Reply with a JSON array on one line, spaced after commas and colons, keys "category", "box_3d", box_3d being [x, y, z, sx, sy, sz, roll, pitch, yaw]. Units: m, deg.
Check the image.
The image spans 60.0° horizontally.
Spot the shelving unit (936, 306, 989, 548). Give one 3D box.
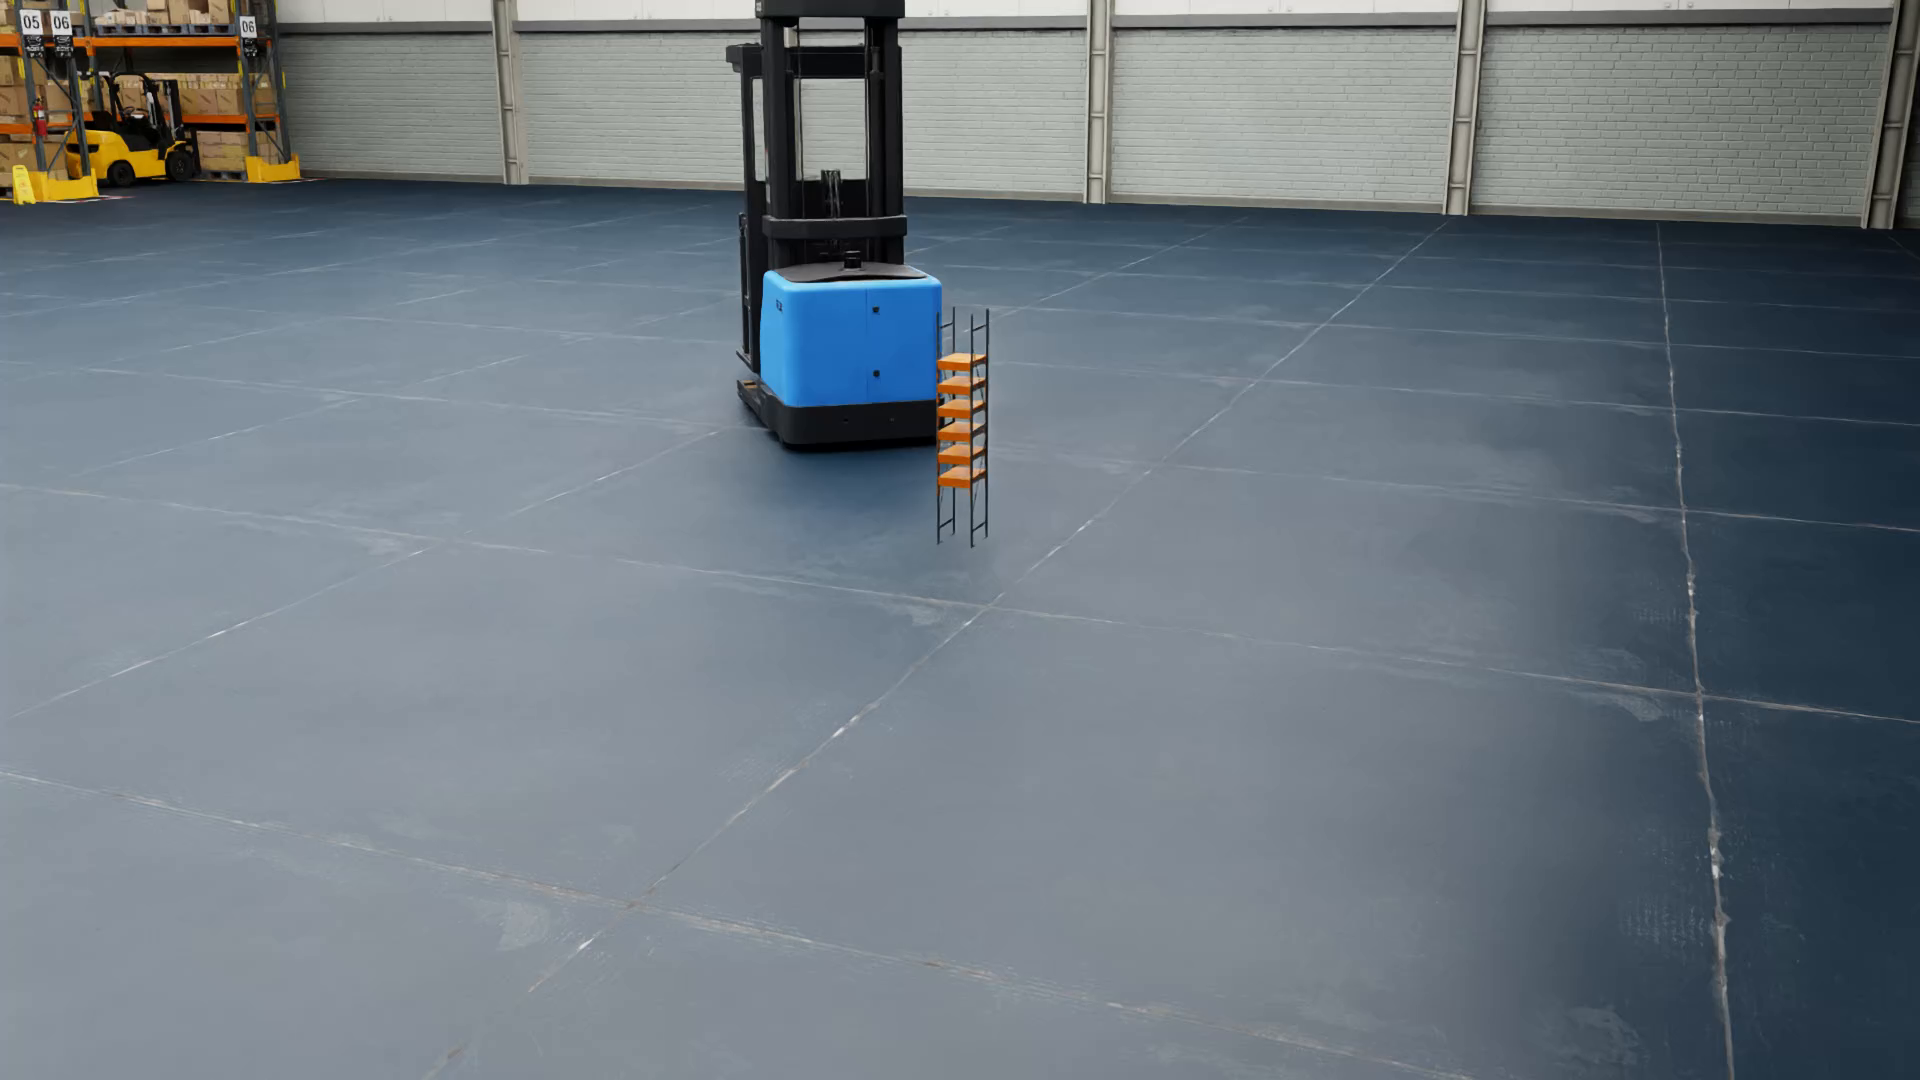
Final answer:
[{"category": "shelving unit", "box_3d": [0.013, -0.575, 8.501, 0.189, 1.200, 0.258, 6, 17, 21]}]

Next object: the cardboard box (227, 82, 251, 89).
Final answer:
[{"category": "cardboard box", "box_3d": [-14.485, -9.137, 33.422, 0.250, 0.149, 0.380, 7, 17, 21]}]

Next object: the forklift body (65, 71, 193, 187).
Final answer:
[{"category": "forklift body", "box_3d": [-16.493, -8.127, 32.811, 1.214, 2.155, 2.313, 6, 17, 21]}]

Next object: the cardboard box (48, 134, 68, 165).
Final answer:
[{"category": "cardboard box", "box_3d": [-18.990, -8.416, 35.791, 0.625, 0.625, 0.875, 6, 17, 20]}]

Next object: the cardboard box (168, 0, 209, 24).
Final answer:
[{"category": "cardboard box", "box_3d": [-15.477, -10.665, 33.539, 0.500, 0.500, 0.700, 6, 17, 21]}]

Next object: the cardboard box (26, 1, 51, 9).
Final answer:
[{"category": "cardboard box", "box_3d": [-16.134, -9.319, 29.032, 0.250, 0.149, 0.380, 6, 17, 20]}]

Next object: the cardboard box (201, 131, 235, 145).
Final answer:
[{"category": "cardboard box", "box_3d": [-15.080, -8.192, 33.898, 0.500, 0.250, 0.500, 7, 17, 22]}]

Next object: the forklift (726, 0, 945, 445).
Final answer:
[{"category": "forklift", "box_3d": [-0.996, -2.381, 11.618, 1.130, 2.935, 3.031, -5, 17, -15]}]

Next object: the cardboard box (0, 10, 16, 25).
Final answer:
[{"category": "cardboard box", "box_3d": [-16.453, -9.020, 28.720, 0.500, 0.250, 0.500, 6, 17, 20]}]

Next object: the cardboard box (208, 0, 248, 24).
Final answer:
[{"category": "cardboard box", "box_3d": [-14.561, -10.534, 33.088, 0.500, 0.500, 0.500, 7, 18, 22]}]

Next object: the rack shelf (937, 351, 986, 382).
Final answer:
[{"category": "rack shelf", "box_3d": [0.013, -0.878, 8.413, 0.180, 0.103, 0.258, 6, 17, 21]}]

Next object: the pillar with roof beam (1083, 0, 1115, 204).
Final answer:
[{"category": "pillar with roof beam", "box_3d": [0.788, -9.042, 23.680, 0.400, 9.000, 9.100, 6, 17, 21]}]

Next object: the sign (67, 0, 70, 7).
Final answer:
[{"category": "sign", "box_3d": [-15.679, -9.527, 29.164, 0.005, 0.325, 0.100, 6, 17, 21]}]

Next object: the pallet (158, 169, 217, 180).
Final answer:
[{"category": "pallet", "box_3d": [-15.918, -7.668, 34.707, 1.213, 0.211, 1.003, 6, 17, 21]}]

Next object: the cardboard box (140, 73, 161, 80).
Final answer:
[{"category": "cardboard box", "box_3d": [-16.623, -9.517, 34.198, 0.250, 0.149, 0.380, 6, 17, 20]}]

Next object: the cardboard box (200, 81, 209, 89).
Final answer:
[{"category": "cardboard box", "box_3d": [-15.179, -9.226, 33.729, 0.250, 0.149, 0.380, 6, 17, 20]}]

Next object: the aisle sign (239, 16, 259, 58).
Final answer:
[{"category": "aisle sign", "box_3d": [-14.107, -9.980, 33.007, 0.004, 0.787, 0.394, 6, 17, 21]}]

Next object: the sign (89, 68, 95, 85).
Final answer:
[{"category": "sign", "box_3d": [-17.971, -9.600, 34.426, 0.005, 0.325, 0.100, 6, 17, 21]}]

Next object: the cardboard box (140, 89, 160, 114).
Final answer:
[{"category": "cardboard box", "box_3d": [-16.502, -9.058, 34.315, 0.500, 0.500, 0.500, 6, 17, 20]}]

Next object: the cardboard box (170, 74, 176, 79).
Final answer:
[{"category": "cardboard box", "box_3d": [-15.900, -9.454, 33.982, 0.250, 0.149, 0.380, 7, 17, 21]}]

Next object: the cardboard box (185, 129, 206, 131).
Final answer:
[{"category": "cardboard box", "box_3d": [-15.839, -8.432, 34.724, 0.500, 0.250, 0.500, 6, 17, 20]}]

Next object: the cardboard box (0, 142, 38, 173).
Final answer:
[{"category": "cardboard box", "box_3d": [-16.719, -6.782, 29.489, 0.500, 0.500, 0.500, 6, 17, 21]}]

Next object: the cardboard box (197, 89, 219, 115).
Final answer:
[{"category": "cardboard box", "box_3d": [-15.093, -8.900, 33.771, 0.500, 0.500, 0.500, 7, 18, 22]}]

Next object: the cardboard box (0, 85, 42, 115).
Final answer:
[{"category": "cardboard box", "box_3d": [-16.484, -7.701, 29.109, 0.500, 0.500, 0.500, 6, 17, 20]}]

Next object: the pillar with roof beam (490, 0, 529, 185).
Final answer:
[{"category": "pillar with roof beam", "box_3d": [-10.375, -10.270, 27.909, 0.400, 9.000, 9.100, 6, 17, 21]}]

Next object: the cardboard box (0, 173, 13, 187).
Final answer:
[{"category": "cardboard box", "box_3d": [-16.751, -6.423, 29.597, 0.500, 0.250, 0.500, 6, 17, 20]}]

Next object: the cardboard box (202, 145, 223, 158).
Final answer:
[{"category": "cardboard box", "box_3d": [-15.090, -7.958, 33.988, 0.500, 0.250, 0.500, 6, 17, 20]}]

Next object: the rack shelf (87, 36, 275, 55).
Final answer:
[{"category": "rack shelf", "box_3d": [-15.921, -10.114, 34.042, 4.000, 0.370, 1.077, 6, 17, 21]}]

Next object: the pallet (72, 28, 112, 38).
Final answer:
[{"category": "pallet", "box_3d": [-18.606, -10.659, 34.972, 1.217, 0.209, 0.805, 6, 17, 18]}]

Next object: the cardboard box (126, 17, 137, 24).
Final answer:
[{"category": "cardboard box", "box_3d": [-16.760, -10.590, 33.908, 0.250, 0.149, 0.380, 7, 18, 22]}]

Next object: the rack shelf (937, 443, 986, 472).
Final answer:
[{"category": "rack shelf", "box_3d": [0.013, -0.417, 8.547, 0.180, 0.103, 0.258, 6, 17, 21]}]

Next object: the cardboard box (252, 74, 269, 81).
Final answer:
[{"category": "cardboard box", "box_3d": [-14.294, -9.406, 33.818, 0.250, 0.149, 0.380, 6, 17, 20]}]

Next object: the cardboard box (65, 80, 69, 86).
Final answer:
[{"category": "cardboard box", "box_3d": [-18.635, -9.621, 35.090, 0.250, 0.149, 0.380, 6, 17, 21]}]

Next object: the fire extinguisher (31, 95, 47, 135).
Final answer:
[{"category": "fire extinguisher", "box_3d": [-15.940, -7.358, 28.778, 0.183, 0.674, 0.296, 6, 17, 21]}]

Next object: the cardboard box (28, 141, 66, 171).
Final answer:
[{"category": "cardboard box", "box_3d": [-16.549, -6.924, 29.978, 0.500, 0.500, 0.500, 6, 17, 19]}]

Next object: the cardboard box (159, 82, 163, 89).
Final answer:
[{"category": "cardboard box", "box_3d": [-16.150, -9.319, 34.050, 0.250, 0.149, 0.380, 6, 17, 19]}]

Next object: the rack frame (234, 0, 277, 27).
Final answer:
[{"category": "rack frame", "box_3d": [-14.060, -11.695, 32.818, 0.127, 3.000, 1.000, 6, 17, 21]}]

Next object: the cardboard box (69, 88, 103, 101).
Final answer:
[{"category": "cardboard box", "box_3d": [-18.332, -9.375, 34.960, 0.500, 0.250, 0.500, 6, 17, 19]}]

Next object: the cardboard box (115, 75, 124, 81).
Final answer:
[{"category": "cardboard box", "box_3d": [-17.310, -9.617, 34.545, 0.250, 0.149, 0.380, 7, 17, 21]}]

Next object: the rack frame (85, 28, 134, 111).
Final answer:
[{"category": "rack frame", "box_3d": [-17.781, -9.223, 35.064, 0.127, 3.000, 1.000, 6, 17, 21]}]

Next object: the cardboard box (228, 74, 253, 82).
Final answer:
[{"category": "cardboard box", "box_3d": [-14.471, -9.299, 33.447, 0.250, 0.149, 0.380, 6, 17, 21]}]

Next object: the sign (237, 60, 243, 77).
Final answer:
[{"category": "sign", "box_3d": [-14.272, -9.345, 32.980, 0.005, 0.325, 0.100, 6, 17, 21]}]

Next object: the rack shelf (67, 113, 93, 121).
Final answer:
[{"category": "rack shelf", "box_3d": [-19.642, -9.082, 35.869, 4.000, 0.370, 1.077, 6, 17, 21]}]

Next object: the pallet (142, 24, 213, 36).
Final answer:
[{"category": "pallet", "box_3d": [-15.847, -10.416, 33.950, 1.213, 0.211, 1.003, 6, 17, 21]}]

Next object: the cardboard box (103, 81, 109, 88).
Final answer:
[{"category": "cardboard box", "box_3d": [-17.581, -9.482, 34.613, 0.250, 0.149, 0.380, 6, 17, 20]}]

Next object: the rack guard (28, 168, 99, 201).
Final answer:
[{"category": "rack guard", "box_3d": [-15.949, -6.334, 29.594, 0.348, 0.500, 1.175, 6, 17, 21]}]

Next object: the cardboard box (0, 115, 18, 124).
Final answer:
[{"category": "cardboard box", "box_3d": [-16.581, -7.386, 29.185, 0.250, 0.149, 0.380, 6, 17, 20]}]

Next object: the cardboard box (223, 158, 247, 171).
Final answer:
[{"category": "cardboard box", "box_3d": [-14.613, -7.662, 33.863, 0.500, 0.250, 0.500, 6, 17, 21]}]

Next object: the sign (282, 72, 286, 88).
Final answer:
[{"category": "sign", "box_3d": [-13.851, -9.411, 34.017, 0.005, 0.325, 0.100, 6, 17, 21]}]

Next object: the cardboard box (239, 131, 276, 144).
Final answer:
[{"category": "cardboard box", "box_3d": [-14.438, -8.274, 34.179, 0.500, 0.250, 0.500, 6, 17, 20]}]

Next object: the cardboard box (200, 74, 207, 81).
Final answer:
[{"category": "cardboard box", "box_3d": [-15.169, -9.380, 33.728, 0.250, 0.149, 0.380, 6, 17, 21]}]

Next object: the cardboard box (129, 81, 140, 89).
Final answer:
[{"category": "cardboard box", "box_3d": [-16.885, -9.392, 34.303, 0.250, 0.149, 0.380, 7, 17, 22]}]
